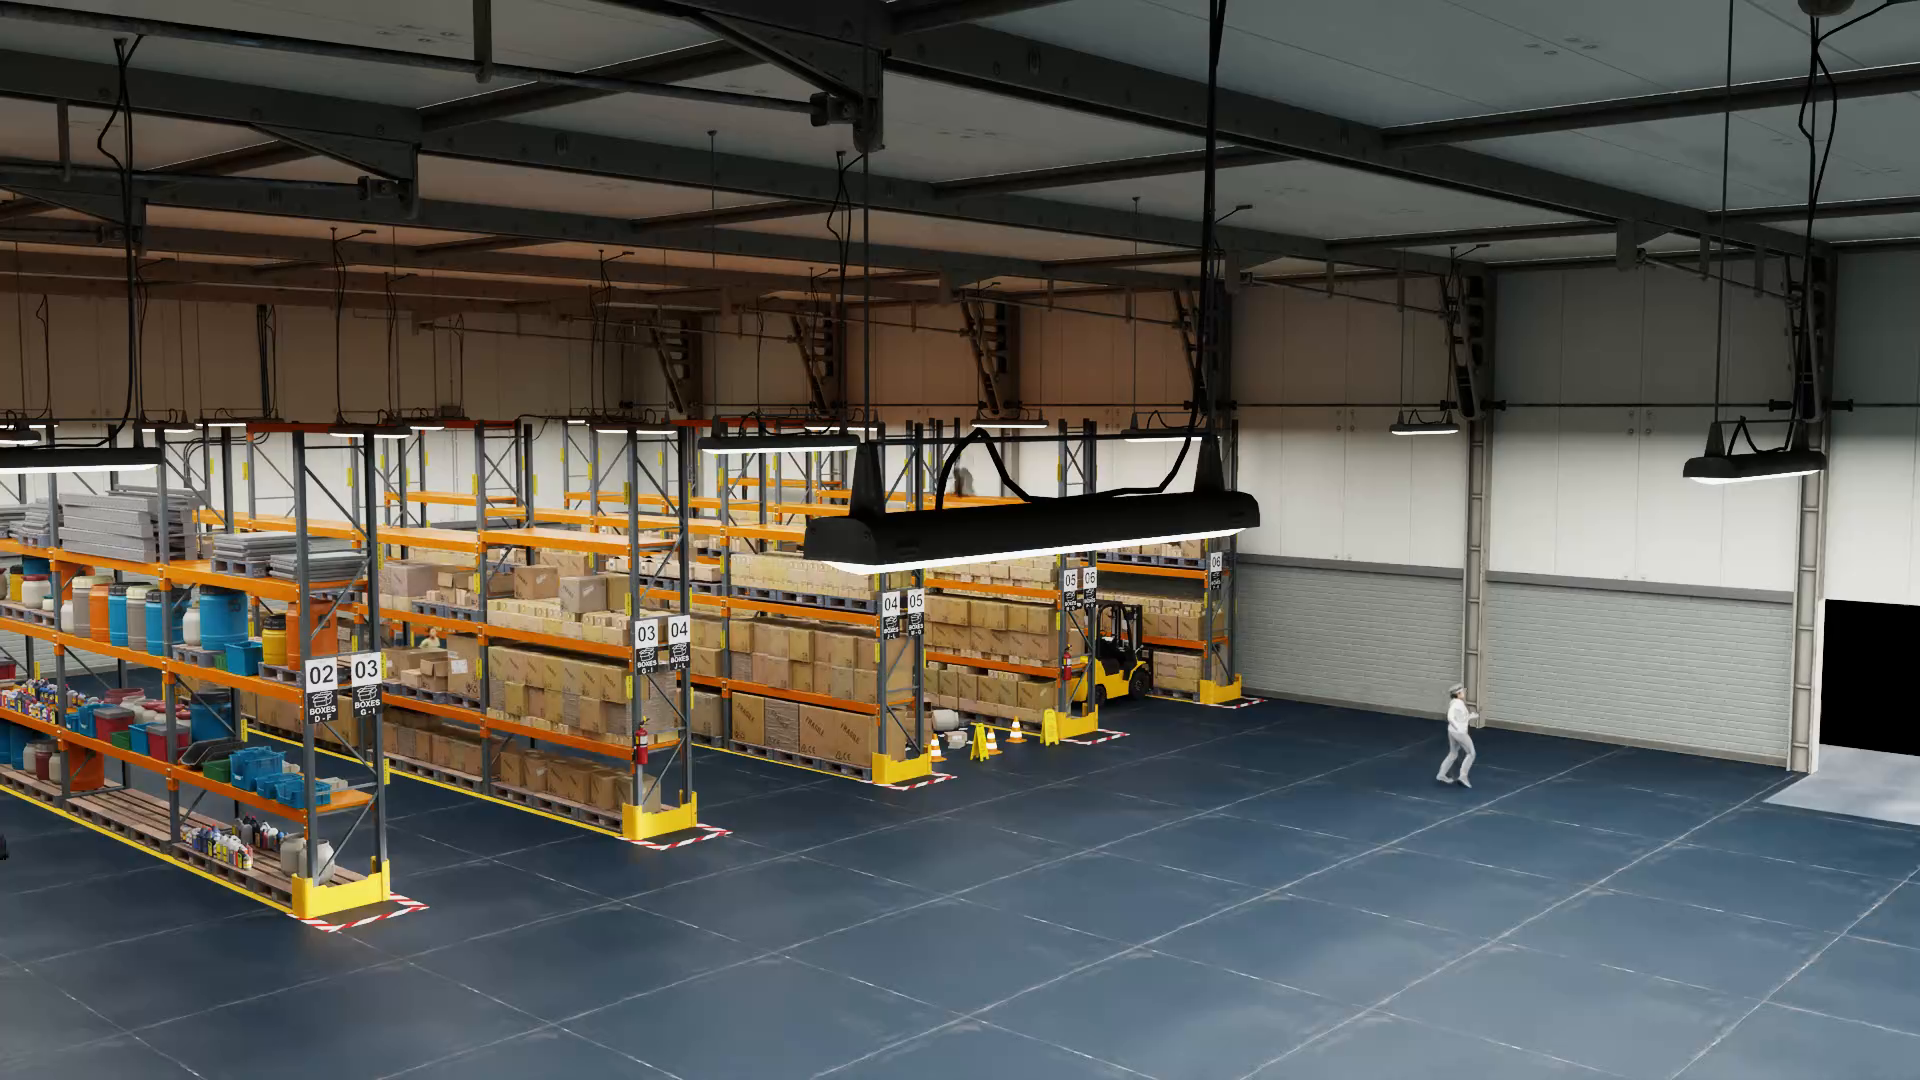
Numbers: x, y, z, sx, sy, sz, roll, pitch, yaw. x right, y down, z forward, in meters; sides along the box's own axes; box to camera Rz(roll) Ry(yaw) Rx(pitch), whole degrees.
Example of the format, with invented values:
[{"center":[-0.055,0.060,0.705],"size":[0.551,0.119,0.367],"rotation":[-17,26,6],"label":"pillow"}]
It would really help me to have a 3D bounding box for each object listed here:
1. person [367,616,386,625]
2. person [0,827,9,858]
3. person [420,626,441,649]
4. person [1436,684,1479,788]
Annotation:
[{"center":[-13.871,2.258,39.465],"size":[0.698,1.752,0.724],"rotation":[4,6,40],"label":"person"},{"center":[-13.681,3.549,23.220],"size":[0.950,1.724,0.657],"rotation":[3,5,31],"label":"person"},{"center":[-11.093,2.644,34.903],"size":[0.851,1.700,0.594],"rotation":[4,6,39],"label":"person"},{"center":[8.263,3.242,27.530],"size":[0.677,1.748,0.590],"rotation":[0,5,-1],"label":"person"}]
